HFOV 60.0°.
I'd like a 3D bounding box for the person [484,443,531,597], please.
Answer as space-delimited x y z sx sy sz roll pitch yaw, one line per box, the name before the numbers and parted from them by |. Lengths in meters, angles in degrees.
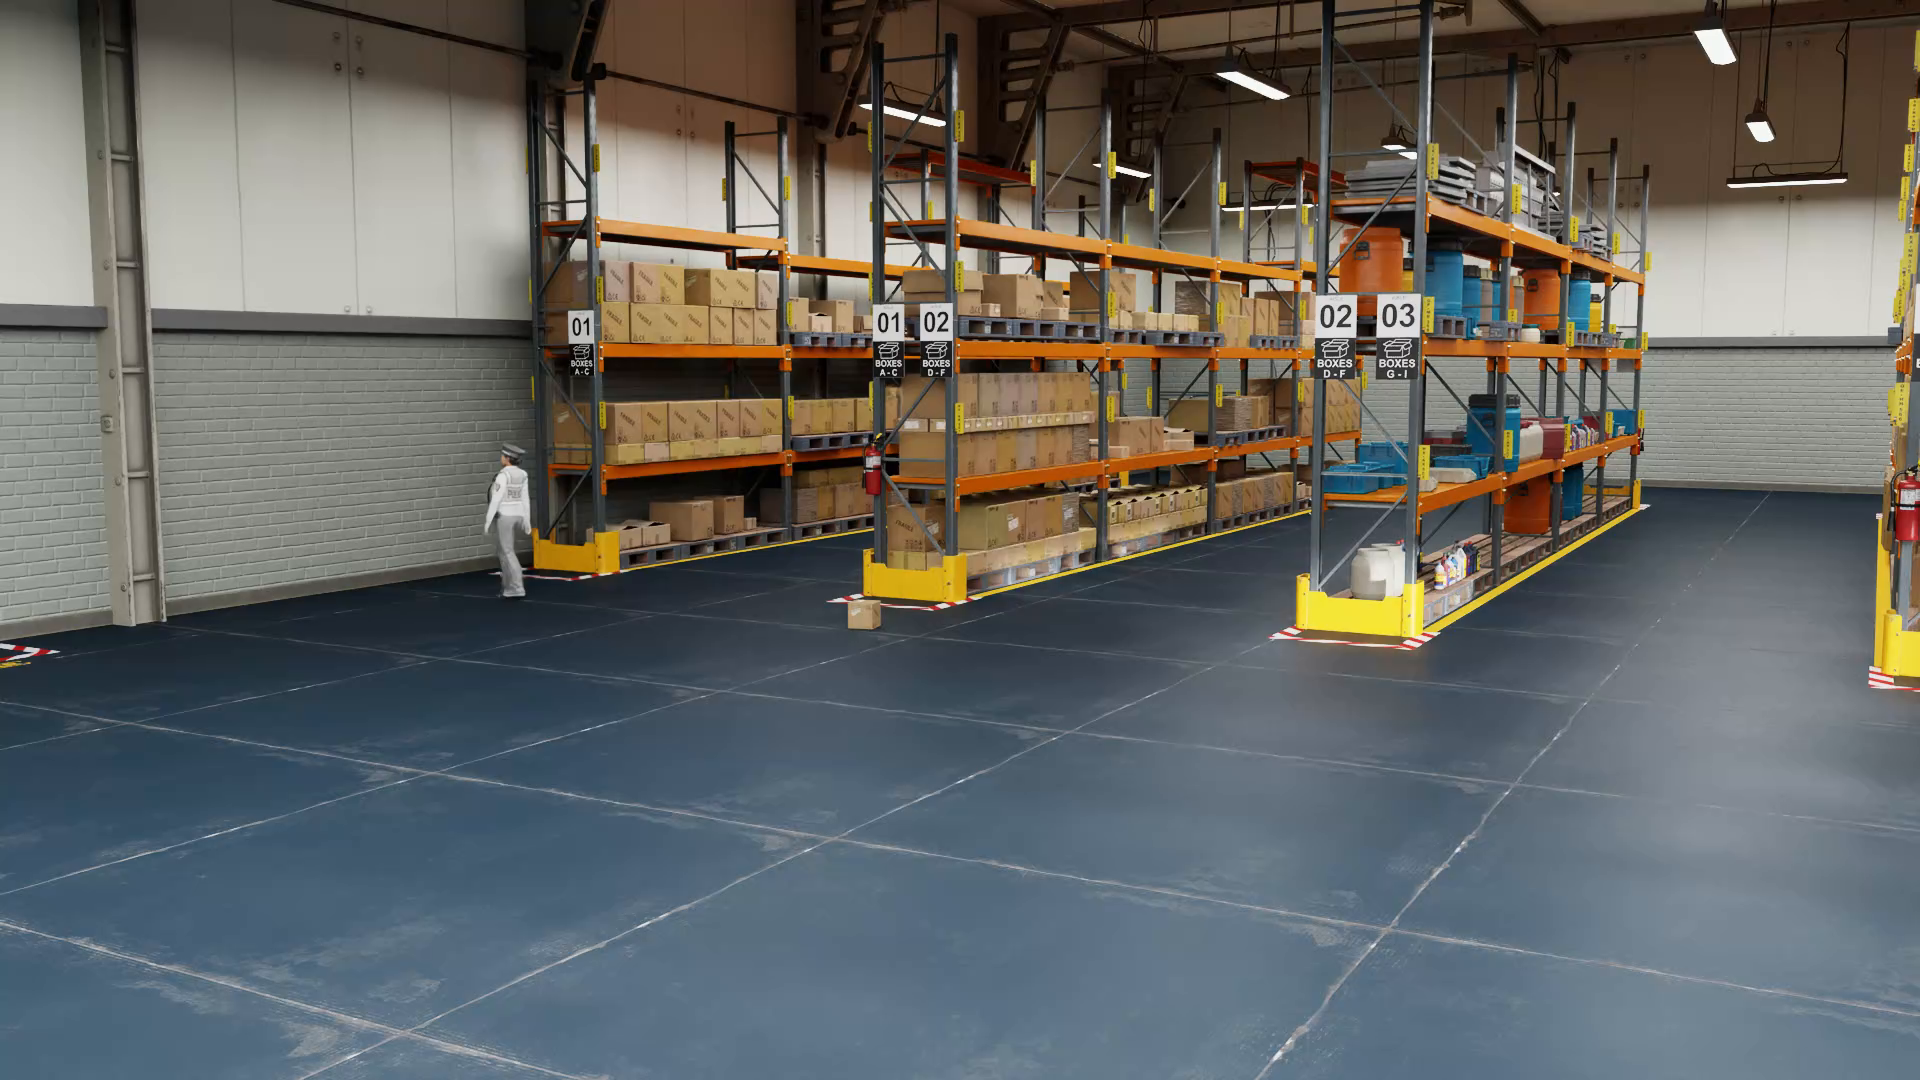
person | -4.940 -0.187 18.110 0.488 1.747 0.515 2 6 21
